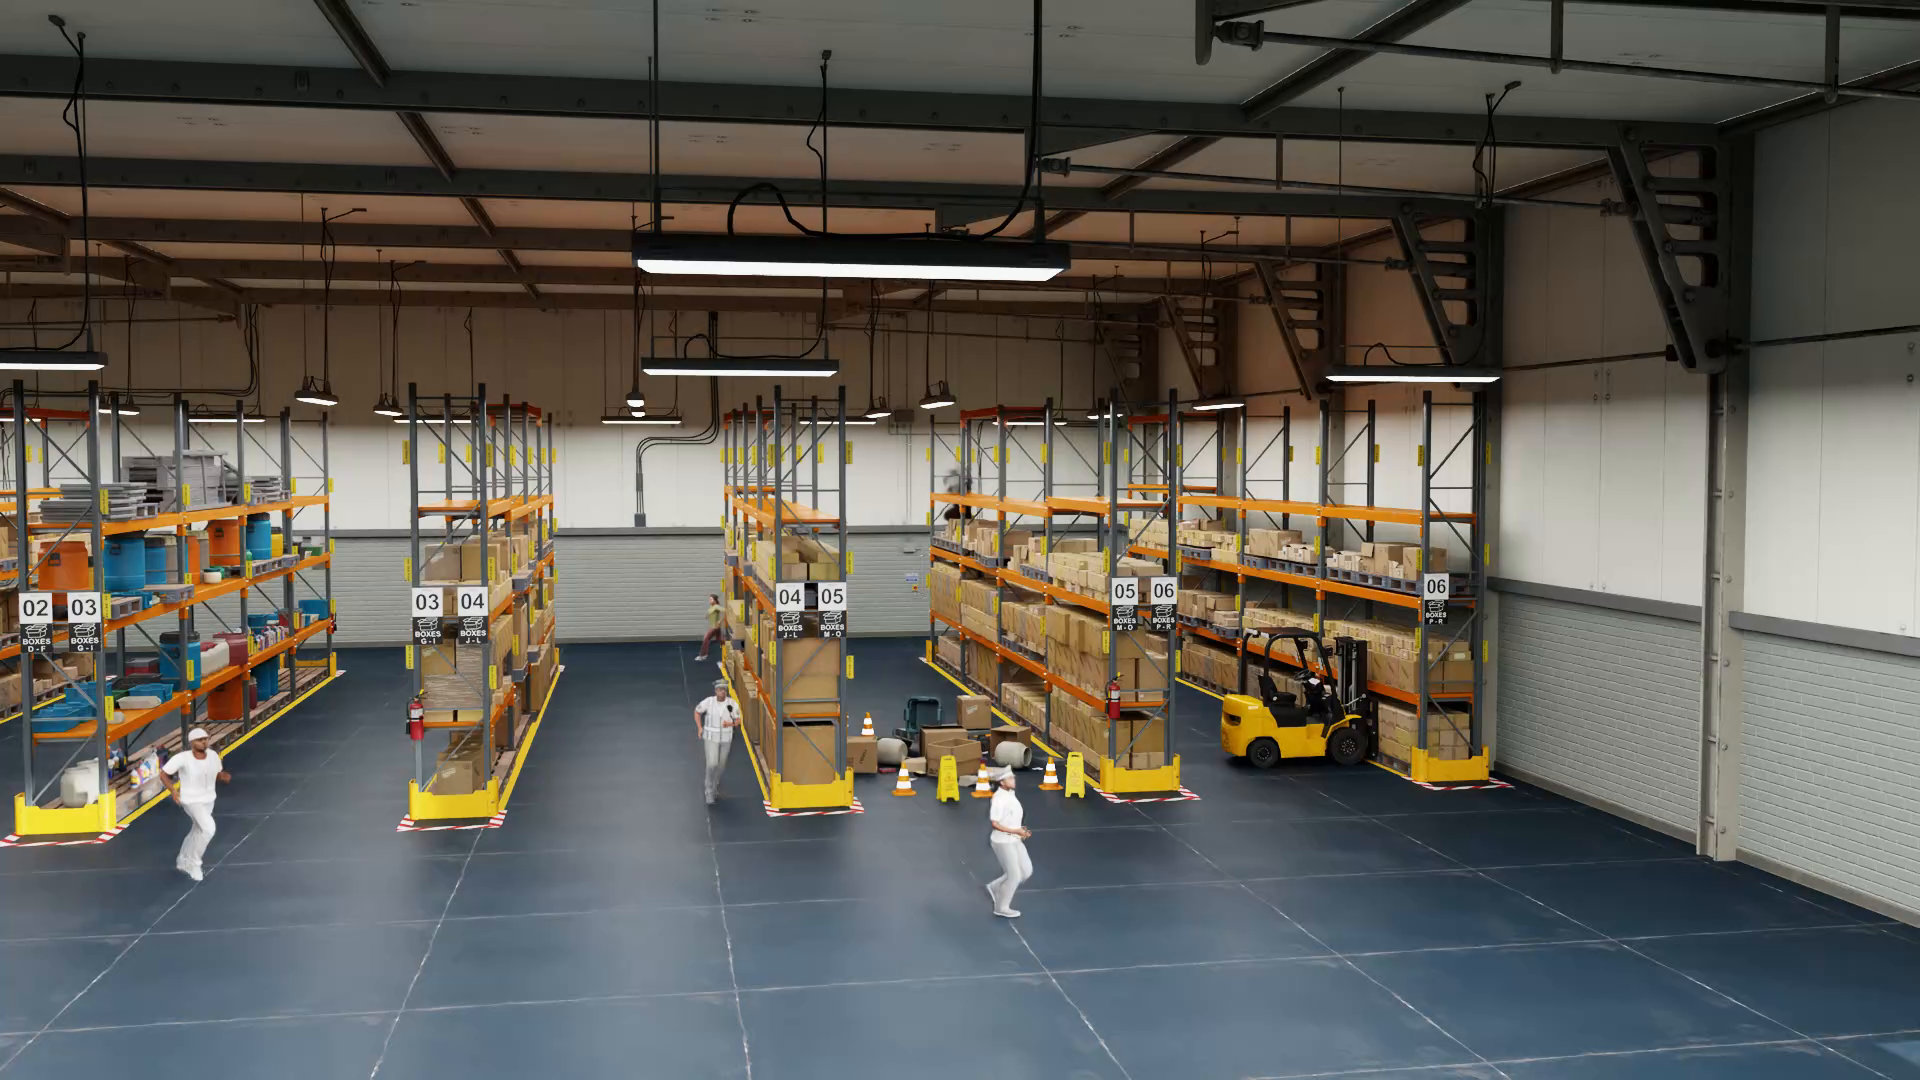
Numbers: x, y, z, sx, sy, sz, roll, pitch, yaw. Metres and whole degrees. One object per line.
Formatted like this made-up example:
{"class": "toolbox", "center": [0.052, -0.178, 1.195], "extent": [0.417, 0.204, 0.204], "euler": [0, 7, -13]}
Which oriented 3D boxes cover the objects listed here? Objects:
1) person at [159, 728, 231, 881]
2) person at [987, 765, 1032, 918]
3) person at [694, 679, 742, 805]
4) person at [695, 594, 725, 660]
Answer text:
{"class": "person", "center": [-9.030, 3.135, 19.771], "extent": [0.730, 1.809, 0.662], "euler": [1, 3, 23]}
{"class": "person", "center": [0.537, 3.261, 18.031], "extent": [0.572, 1.644, 0.571], "euler": [1, 3, 21]}
{"class": "person", "center": [-3.501, 2.924, 24.148], "extent": [0.642, 1.836, 0.735], "euler": [-1, 3, -22]}
{"class": "person", "center": [-5.989, 2.144, 40.652], "extent": [0.934, 1.618, 0.693], "euler": [-1, 3, -18]}
